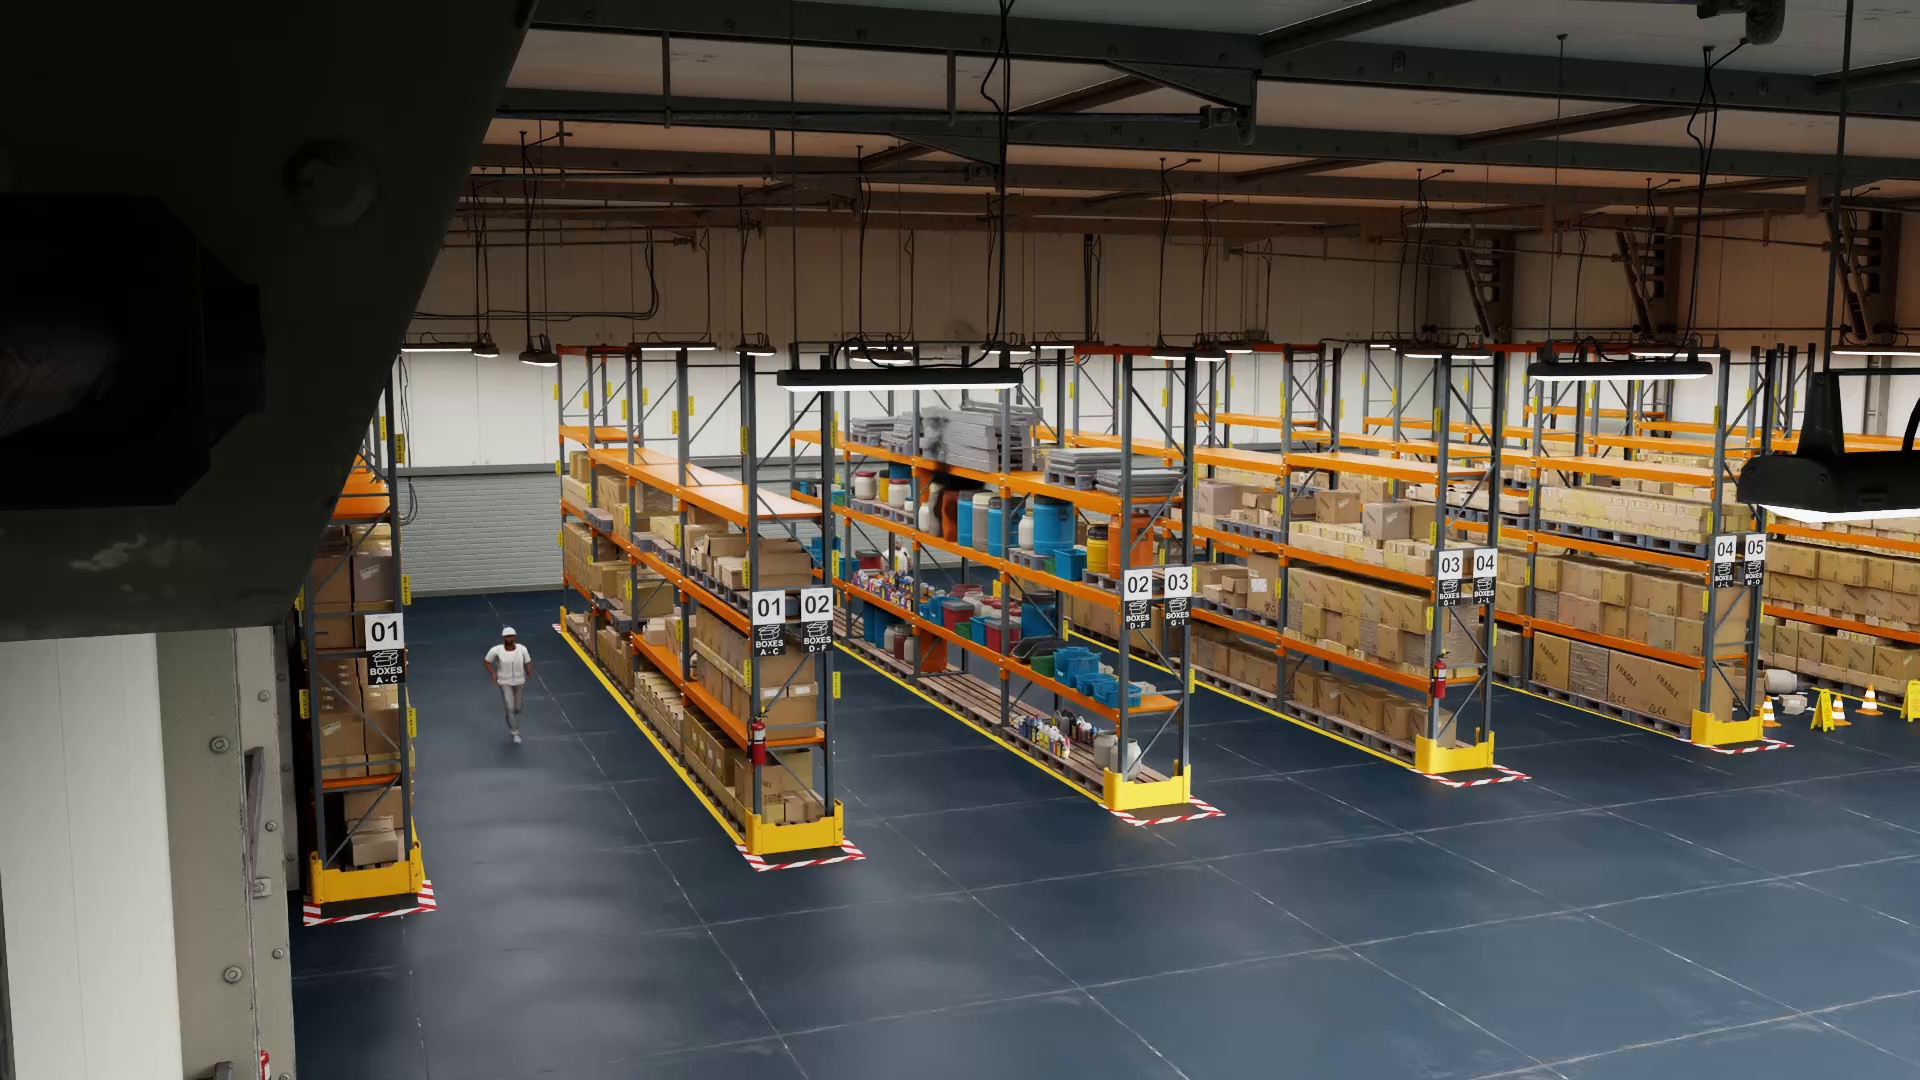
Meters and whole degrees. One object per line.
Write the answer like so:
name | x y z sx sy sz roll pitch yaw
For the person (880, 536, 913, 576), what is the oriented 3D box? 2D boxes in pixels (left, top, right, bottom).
person | -1.358 0.779 36.972 0.798 1.761 0.615 -6 9 -38

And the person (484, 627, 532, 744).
person | -6.960 2.215 25.716 0.700 1.761 0.872 -4 8 -31

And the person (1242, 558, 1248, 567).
person | 7.387 0.109 42.617 0.525 1.657 0.616 -6 9 -40

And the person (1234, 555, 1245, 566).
person | 7.020 0.342 41.572 0.588 1.448 0.908 -6 9 -38
